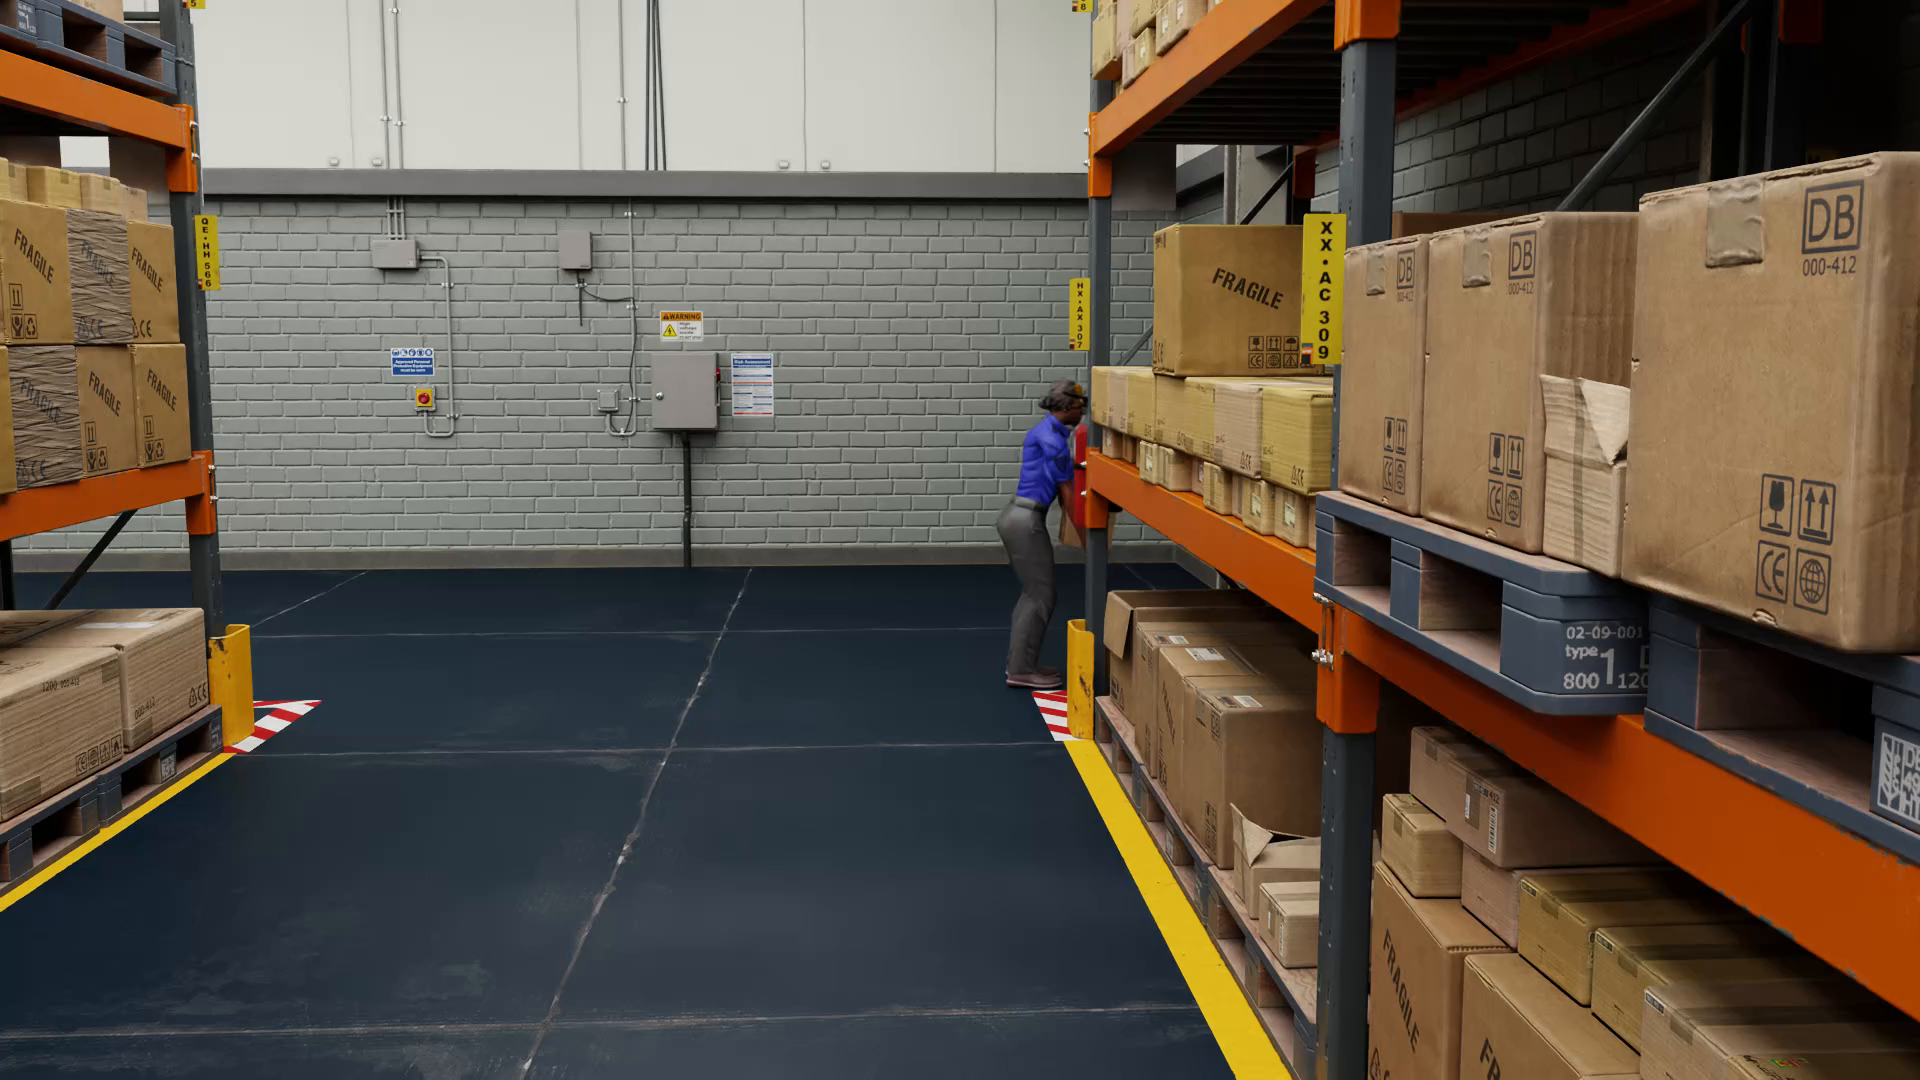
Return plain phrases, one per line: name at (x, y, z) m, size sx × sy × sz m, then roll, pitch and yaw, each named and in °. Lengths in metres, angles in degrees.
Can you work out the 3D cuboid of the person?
person at (0.472, -0.040, 8.796) m, size 0.551 × 1.621 × 0.411 m, roll 0°, pitch 7°, yaw -3°
